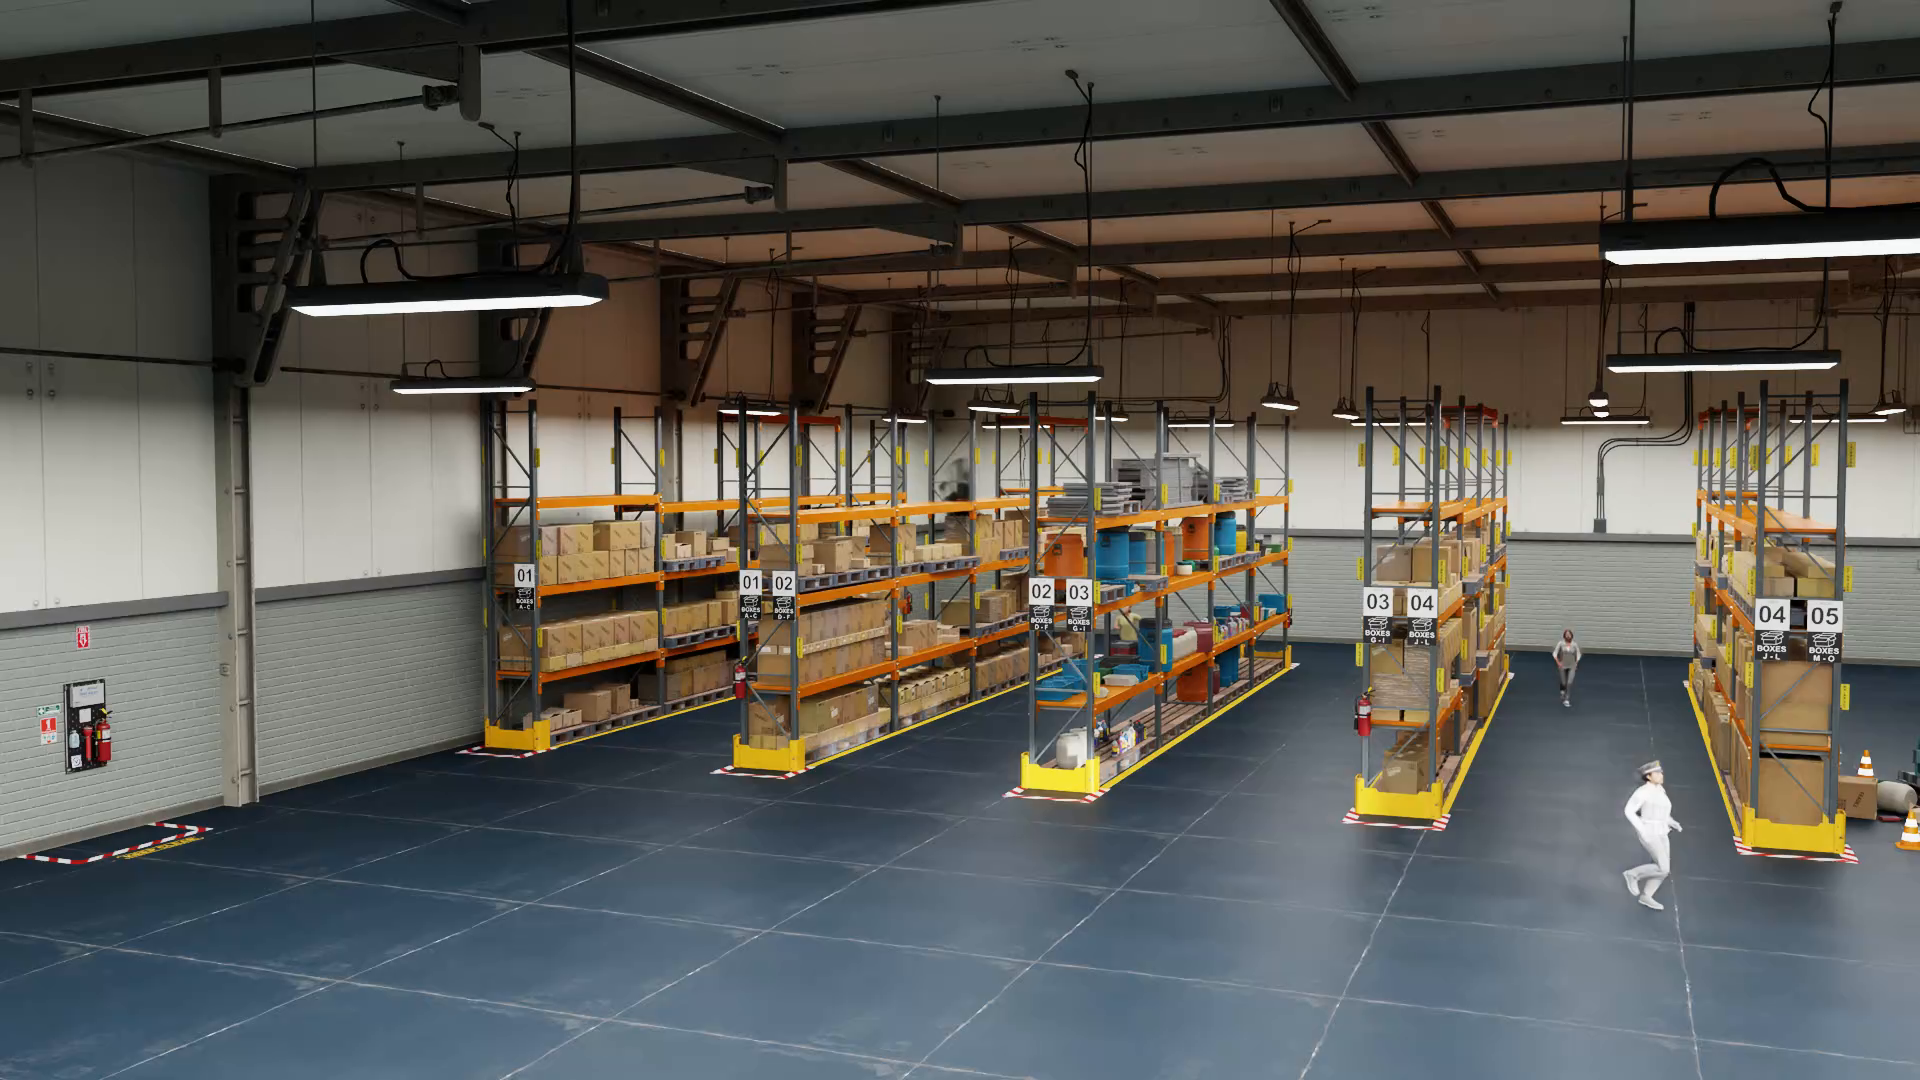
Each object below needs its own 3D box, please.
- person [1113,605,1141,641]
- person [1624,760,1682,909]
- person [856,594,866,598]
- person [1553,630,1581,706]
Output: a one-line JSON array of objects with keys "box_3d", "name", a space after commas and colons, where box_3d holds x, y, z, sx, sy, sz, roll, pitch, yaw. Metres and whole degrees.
[{"box_3d": [3.546, 2.173, 35.051, 0.581, 1.763, 0.823, 1, 3, 26], "name": "person"}, {"box_3d": [7.713, 3.268, 18.489, 0.621, 1.657, 0.548, -2, 4, -38], "name": "person"}, {"box_3d": [-2.199, 2.041, 36.584, 0.678, 1.758, 0.571, 1, 3, 15], "name": "person"}, {"box_3d": [12.290, 2.580, 33.688, 0.527, 1.551, 0.524, 1, 3, 16], "name": "person"}]
